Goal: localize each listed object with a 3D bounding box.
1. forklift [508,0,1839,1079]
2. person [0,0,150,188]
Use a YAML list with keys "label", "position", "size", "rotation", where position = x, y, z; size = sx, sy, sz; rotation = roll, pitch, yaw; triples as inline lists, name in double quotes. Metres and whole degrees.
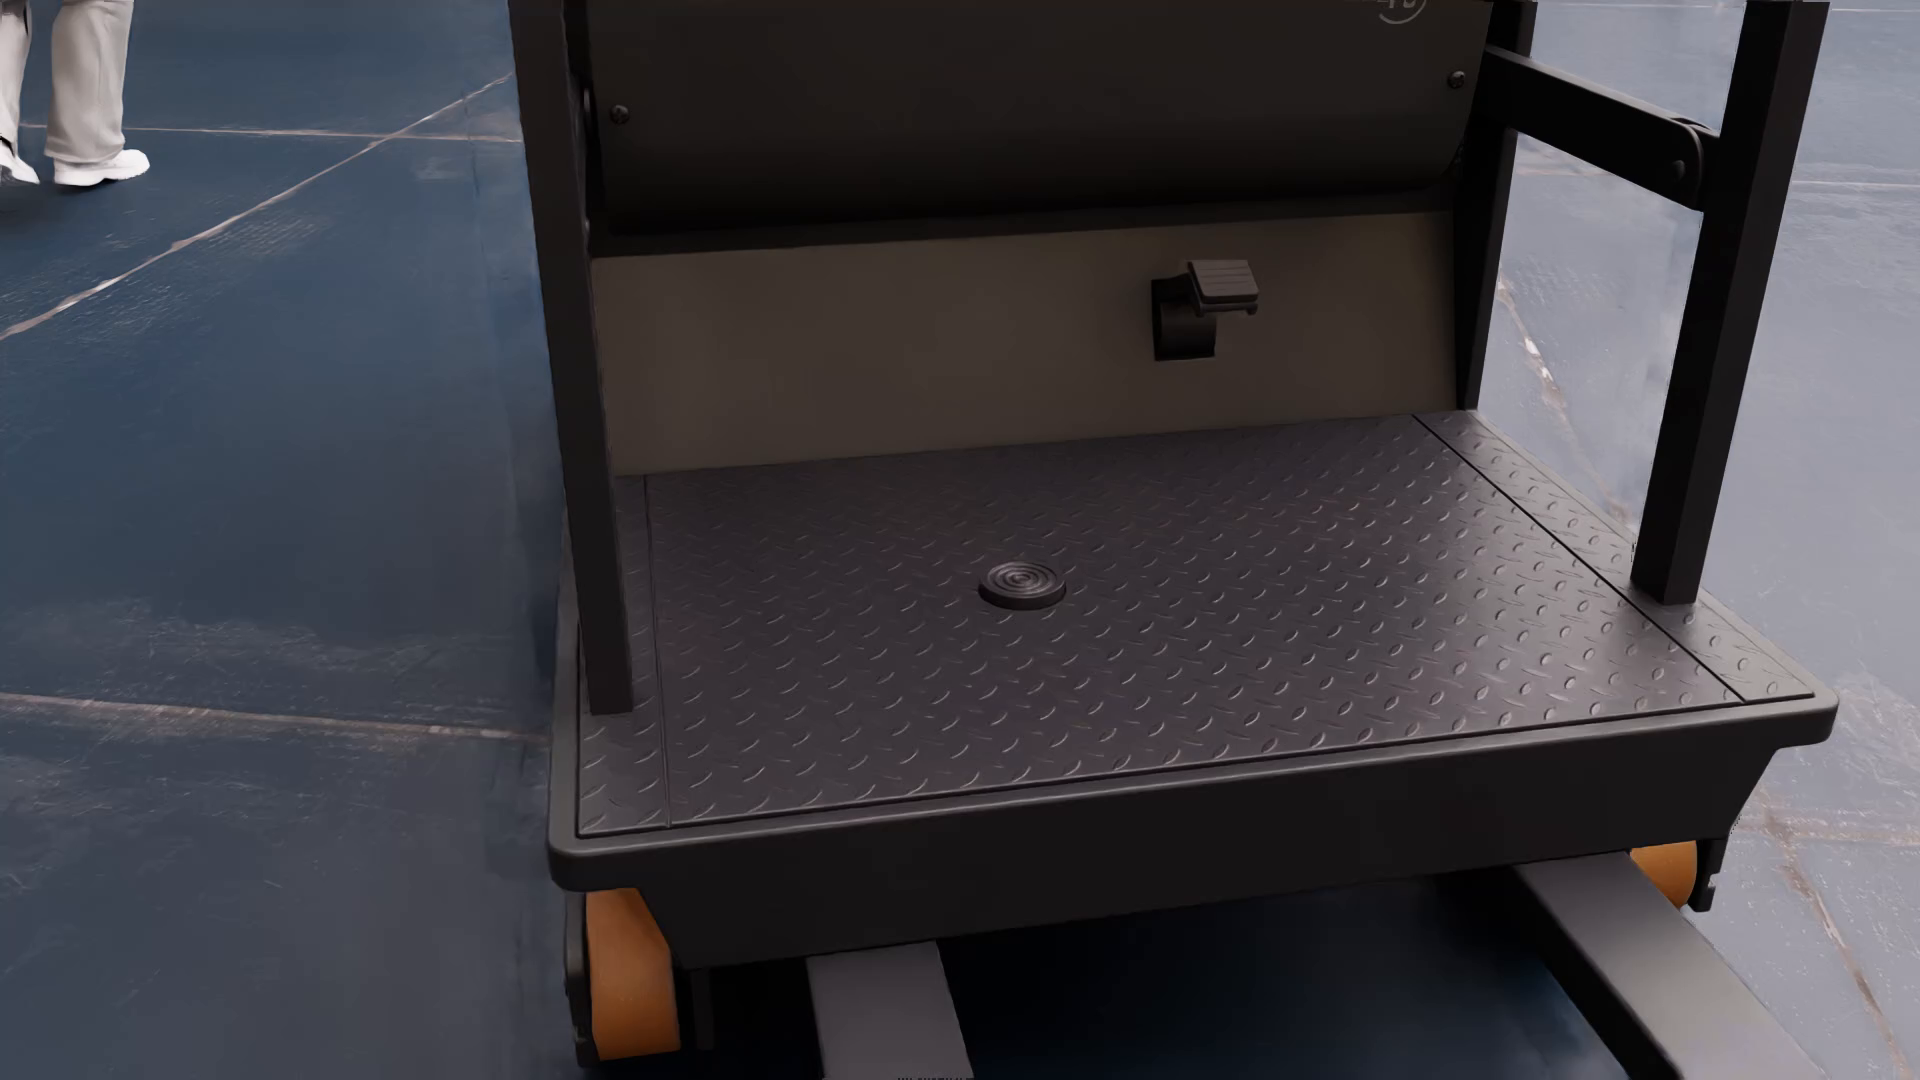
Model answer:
- label: "forklift"
  position: [0.135, -1.013, 1.246]
  size: [1.130, 2.935, 3.031]
  rotation: [-5, 27, -10]
- label: "person"
  position: [-2.224, -1.608, 3.990]
  size: [0.753, 1.551, 0.764]
  rotation: [5, 27, 11]
